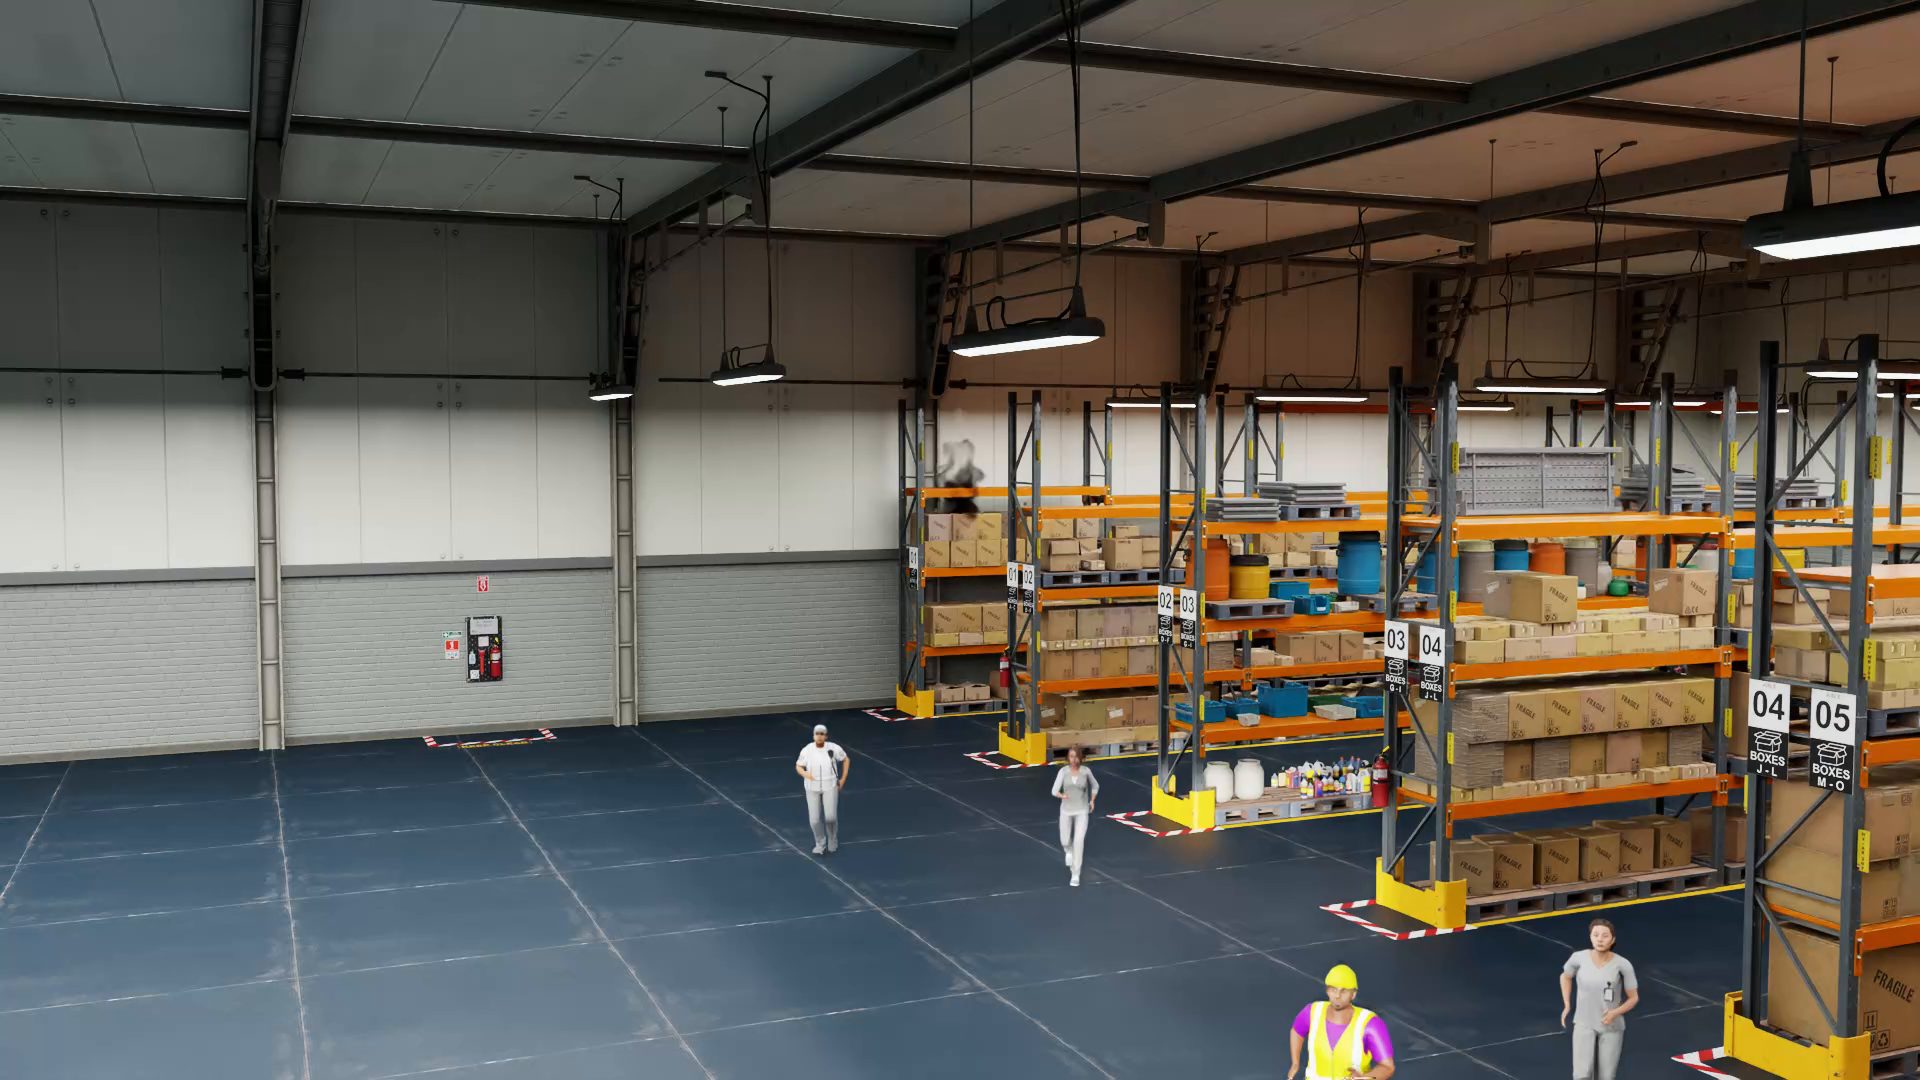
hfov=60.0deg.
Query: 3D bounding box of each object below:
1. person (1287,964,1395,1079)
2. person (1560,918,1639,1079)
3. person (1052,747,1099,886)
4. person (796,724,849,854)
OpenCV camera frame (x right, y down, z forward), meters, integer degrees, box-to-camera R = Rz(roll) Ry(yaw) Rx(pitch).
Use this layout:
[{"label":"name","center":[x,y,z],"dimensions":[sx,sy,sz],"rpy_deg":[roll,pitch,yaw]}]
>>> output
[{"label":"person","center":[2.452,3.620,10.770],"dimensions":[0.717,1.751,0.985],"rpy_deg":[1,4,23]},{"label":"person","center":[4.733,3.627,12.354],"dimensions":[0.564,1.629,0.554],"rpy_deg":[2,4,26]},{"label":"person","center":[1.358,3.218,19.607],"dimensions":[0.549,1.568,0.837],"rpy_deg":[1,3,9]},{"label":"person","center":[-1.726,3.120,20.750],"dimensions":[0.661,1.639,0.570],"rpy_deg":[0,3,1]}]
